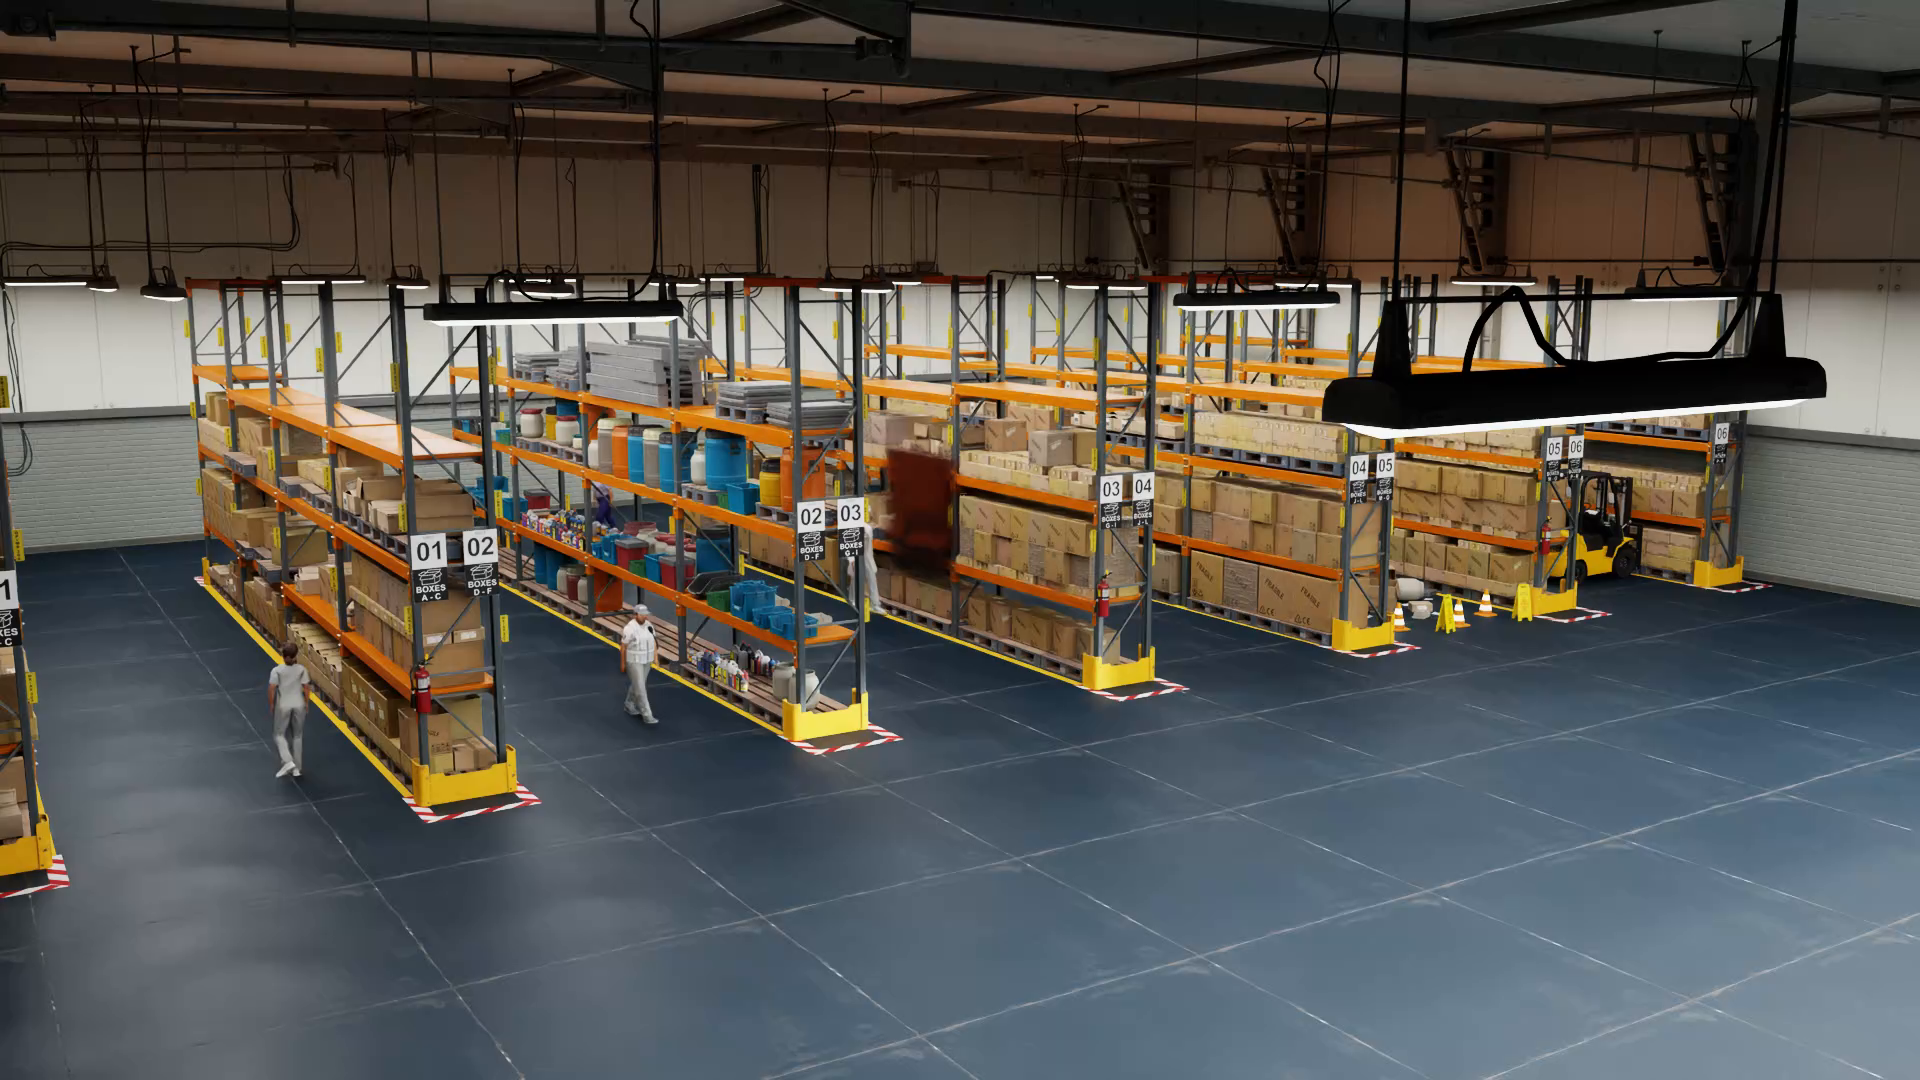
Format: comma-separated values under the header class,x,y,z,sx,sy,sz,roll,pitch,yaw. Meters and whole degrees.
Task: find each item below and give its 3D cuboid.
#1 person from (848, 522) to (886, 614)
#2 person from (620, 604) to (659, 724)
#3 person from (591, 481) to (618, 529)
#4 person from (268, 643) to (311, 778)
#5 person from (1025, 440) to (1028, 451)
class,x,y,z,sx,sy,sz,roll,pitch,yaw
person,-1.680,0.368,28.669,0.593,1.731,1.030,-4,10,-23
person,-4.396,1.686,23.003,0.964,1.612,0.538,7,12,35
person,-8.266,-0.878,38.275,0.804,1.617,0.527,-7,12,-35
person,-8.237,2.117,20.505,0.499,1.646,0.617,-5,11,-29
person,1.978,-2.319,46.544,0.576,1.731,1.136,8,12,40
